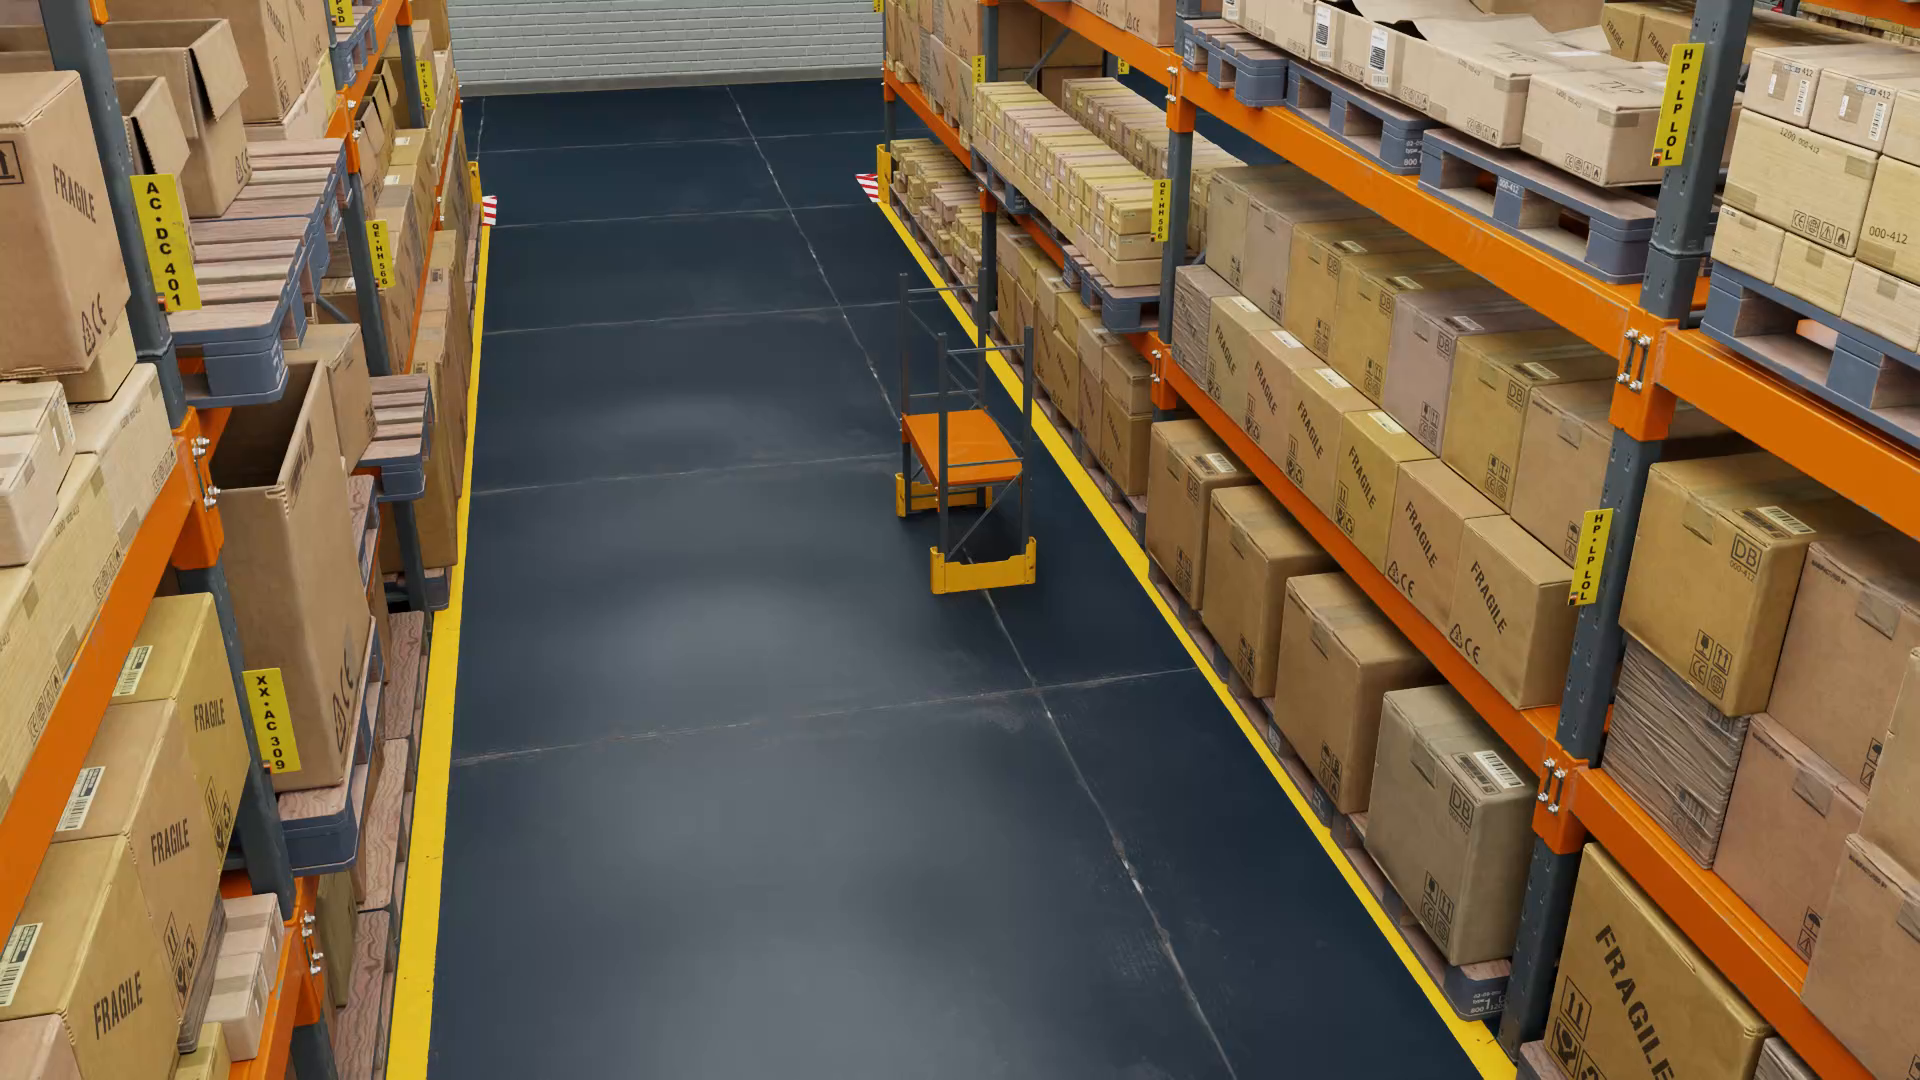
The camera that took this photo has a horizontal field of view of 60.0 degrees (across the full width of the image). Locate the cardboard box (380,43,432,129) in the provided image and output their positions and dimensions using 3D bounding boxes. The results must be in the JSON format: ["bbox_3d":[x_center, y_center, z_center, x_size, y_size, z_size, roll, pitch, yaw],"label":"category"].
[{"bbox_3d":[-4.048,-3.213,11.791,0.500,0.500,0.500,-6,27,-12],"label":"cardboard box"}]

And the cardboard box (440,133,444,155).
[{"bbox_3d":[-4.112,-2.974,12.591,0.380,0.149,0.250,-7,28,-13],"label":"cardboard box"}]

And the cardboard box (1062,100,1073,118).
[{"bbox_3d":[0.948,-3.089,12.023,0.380,0.149,0.250,-5,27,-10],"label":"cardboard box"}]

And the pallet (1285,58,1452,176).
[{"bbox_3d":[2.019,-1.766,6.801,1.003,0.211,1.213,-5,27,-9],"label":"pallet"}]

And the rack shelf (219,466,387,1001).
[{"bbox_3d":[-2.837,0.379,6.468,1.077,0.370,4.000,-6,27,-12],"label":"rack shelf"}]

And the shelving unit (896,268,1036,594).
[{"bbox_3d":[0.017,-0.636,9.346,0.587,1.500,1.083,-6,27,-12],"label":"shelving unit"}]

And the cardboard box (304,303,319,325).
[{"bbox_3d":[-3.127,-0.819,7.467,0.500,0.500,0.500,-9,28,-18],"label":"cardboard box"}]

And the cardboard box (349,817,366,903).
[{"bbox_3d":[-2.719,1.127,6.474,0.700,0.500,0.500,-8,28,-16],"label":"cardboard box"}]

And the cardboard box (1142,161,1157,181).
[{"bbox_3d":[1.362,-2.285,10.431,0.380,0.149,0.250,-6,27,-12],"label":"cardboard box"}]

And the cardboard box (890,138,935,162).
[{"bbox_3d":[-0.449,-3.707,15.803,0.380,0.149,0.250,-7,28,-14],"label":"cardboard box"}]

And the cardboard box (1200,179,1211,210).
[{"bbox_3d":[1.589,-1.960,9.458,0.380,0.149,0.250,-7,28,-13],"label":"cardboard box"}]

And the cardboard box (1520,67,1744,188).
[{"bbox_3d":[2.154,-1.321,5.300,0.500,0.250,0.500,-6,27,-11],"label":"cardboard box"}]

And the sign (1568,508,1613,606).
[{"bbox_3d":[1.942,0.055,5.116,0.100,0.325,0.005,-6,27,-12],"label":"sign"}]

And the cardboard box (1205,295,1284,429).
[{"bbox_3d":[1.523,-0.877,8.047,0.500,0.500,0.500,-6,27,-12],"label":"cardboard box"}]

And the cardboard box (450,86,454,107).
[{"bbox_3d":[-4.518,-3.763,14.154,0.380,0.149,0.250,-5,27,-11],"label":"cardboard box"}]

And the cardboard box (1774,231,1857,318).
[{"bbox_3d":[2.280,-0.675,4.130,0.380,0.149,0.250,-6,27,-11],"label":"cardboard box"}]

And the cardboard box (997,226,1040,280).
[{"bbox_3d":[0.575,-2.090,12.038,0.500,0.250,0.500,-7,28,-14],"label":"cardboard box"}]

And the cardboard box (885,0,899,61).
[{"bbox_3d":[-0.404,-4.744,15.378,0.500,0.500,0.500,-5,27,-9],"label":"cardboard box"}]

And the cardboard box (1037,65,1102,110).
[{"bbox_3d":[0.800,-3.456,12.827,0.500,0.500,0.500,-6,27,-13],"label":"cardboard box"}]

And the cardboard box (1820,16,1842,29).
[{"bbox_3d":[9.309,-5.453,17.503,0.380,0.149,0.250,-5,27,-10],"label":"cardboard box"}]

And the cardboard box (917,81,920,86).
[{"bbox_3d":[-0.184,-4.173,14.967,0.380,0.149,0.250,-5,27,-9],"label":"cardboard box"}]

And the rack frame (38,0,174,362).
[{"bbox_3d":[-2.386,-1.742,3.215,1.000,3.000,0.127,-6,27,-12],"label":"rack frame"}]

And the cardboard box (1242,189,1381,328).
[{"bbox_3d":[1.774,-1.350,7.876,0.700,0.500,0.500,-6,27,-12],"label":"cardboard box"}]

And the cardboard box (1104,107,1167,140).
[{"bbox_3d":[1.176,-2.765,11.051,0.380,0.149,0.250,-7,28,-13],"label":"cardboard box"}]

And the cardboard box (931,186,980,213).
[{"bbox_3d":[-0.033,-2.911,14.225,0.380,0.149,0.250,-7,28,-13],"label":"cardboard box"}]

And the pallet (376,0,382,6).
[{"bbox_3d":[-3.935,-3.432,10.104,0.805,0.209,1.217,-7,28,-14],"label":"pallet"}]

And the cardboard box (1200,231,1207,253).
[{"bbox_3d":[1.603,-1.689,9.581,0.380,0.149,0.250,-5,27,-9],"label":"cardboard box"}]

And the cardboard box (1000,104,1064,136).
[{"bbox_3d":[0.484,-2.812,11.145,0.380,0.149,0.250,-6,27,-12],"label":"cardboard box"}]

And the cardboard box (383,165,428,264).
[{"bbox_3d":[-3.588,-1.996,10.266,0.500,0.500,0.500,-6,27,-12],"label":"cardboard box"}]

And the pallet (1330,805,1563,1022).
[{"bbox_3d":[2.221,1.390,6.761,1.003,0.211,1.213,-6,27,-12],"label":"pallet"}]

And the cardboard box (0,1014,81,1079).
[{"bbox_3d":[-1.682,1.141,2.610,0.500,0.500,0.500,-6,27,-12],"label":"cardboard box"}]

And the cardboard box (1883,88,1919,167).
[{"bbox_3d":[2.335,-0.921,3.734,0.380,0.149,0.250,-6,27,-12],"label":"cardboard box"}]

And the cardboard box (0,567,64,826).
[{"bbox_3d":[-1.802,0.291,2.682,0.500,0.250,0.500,-6,27,-12],"label":"cardboard box"}]

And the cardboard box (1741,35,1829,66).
[{"bbox_3d":[5.660,-3.184,11.508,0.500,0.500,0.500,-6,27,-12],"label":"cardboard box"}]

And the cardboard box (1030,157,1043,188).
[{"bbox_3d":[0.661,-2.337,10.535,0.380,0.149,0.250,-6,28,-13],"label":"cardboard box"}]

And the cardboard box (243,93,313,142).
[{"bbox_3d":[-2.706,-1.471,6.173,0.500,0.250,0.500,-5,27,-10],"label":"cardboard box"}]

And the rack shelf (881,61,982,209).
[{"bbox_3d":[0.215,-3.592,14.336,1.077,0.370,4.000,-6,27,-12],"label":"rack shelf"}]

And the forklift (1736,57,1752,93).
[{"bbox_3d":[4.135,-0.723,7.930,1.130,2.935,3.031,-17,31,-30],"label":"forklift"}]

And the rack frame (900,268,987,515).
[{"bbox_3d":[-0.095,-0.855,9.780,0.500,1.500,0.032,-6,27,-12],"label":"rack frame"}]

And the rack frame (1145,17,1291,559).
[{"bbox_3d":[1.567,-1.279,8.956,1.000,3.000,0.127,-6,27,-12],"label":"rack frame"}]

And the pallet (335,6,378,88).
[{"bbox_3d":[-3.485,-2.352,7.962,1.213,0.211,1.003,-5,27,-9],"label":"pallet"}]

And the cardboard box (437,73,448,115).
[{"bbox_3d":[-4.373,-3.538,13.266,0.500,0.250,0.500,-6,27,-12],"label":"cardboard box"}]

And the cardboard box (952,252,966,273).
[{"bbox_3d":[0.146,-2.320,13.715,0.380,0.149,0.250,-7,28,-13],"label":"cardboard box"}]

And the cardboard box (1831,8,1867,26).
[{"bbox_3d":[9.353,-5.462,17.079,0.500,0.250,0.500,-6,27,-11],"label":"cardboard box"}]

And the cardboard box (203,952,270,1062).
[{"bbox_3d":[-2.004,1.223,4.276,0.380,0.149,0.250,-6,27,-12],"label":"cardboard box"}]

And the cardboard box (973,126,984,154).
[{"bbox_3d":[0.307,-2.891,11.962,0.380,0.149,0.250,-7,28,-14],"label":"cardboard box"}]

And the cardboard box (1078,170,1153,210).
[{"bbox_3d":[0.897,-2.014,9.564,0.380,0.149,0.250,-5,27,-10],"label":"cardboard box"}]

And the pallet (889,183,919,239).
[{"bbox_3d":[-0.070,-3.153,15.762,1.003,0.211,1.213,-6,27,-12],"label":"pallet"}]

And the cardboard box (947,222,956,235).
[{"bbox_3d":[0.097,-2.652,14.043,0.380,0.149,0.250,-5,27,-10],"label":"cardboard box"}]

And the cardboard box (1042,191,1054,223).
[{"bbox_3d":[0.724,-2.088,10.371,0.380,0.149,0.250,-5,27,-10],"label":"cardboard box"}]

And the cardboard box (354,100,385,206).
[{"bbox_3d":[-3.739,-2.215,9.586,0.797,0.503,0.637,-5,27,-10],"label":"cardboard box"}]

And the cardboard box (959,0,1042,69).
[{"bbox_3d":[0.296,-3.838,12.474,0.500,0.500,0.500,-7,28,-13],"label":"cardboard box"}]

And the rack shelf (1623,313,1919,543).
[{"bbox_3d":[2.920,0.337,3.223,1.077,0.370,4.000,-6,27,-12],"label":"rack shelf"}]

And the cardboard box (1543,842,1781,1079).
[{"bbox_3d":[2.542,1.521,5.300,0.875,0.875,0.875,-6,27,-11],"label":"cardboard box"}]
